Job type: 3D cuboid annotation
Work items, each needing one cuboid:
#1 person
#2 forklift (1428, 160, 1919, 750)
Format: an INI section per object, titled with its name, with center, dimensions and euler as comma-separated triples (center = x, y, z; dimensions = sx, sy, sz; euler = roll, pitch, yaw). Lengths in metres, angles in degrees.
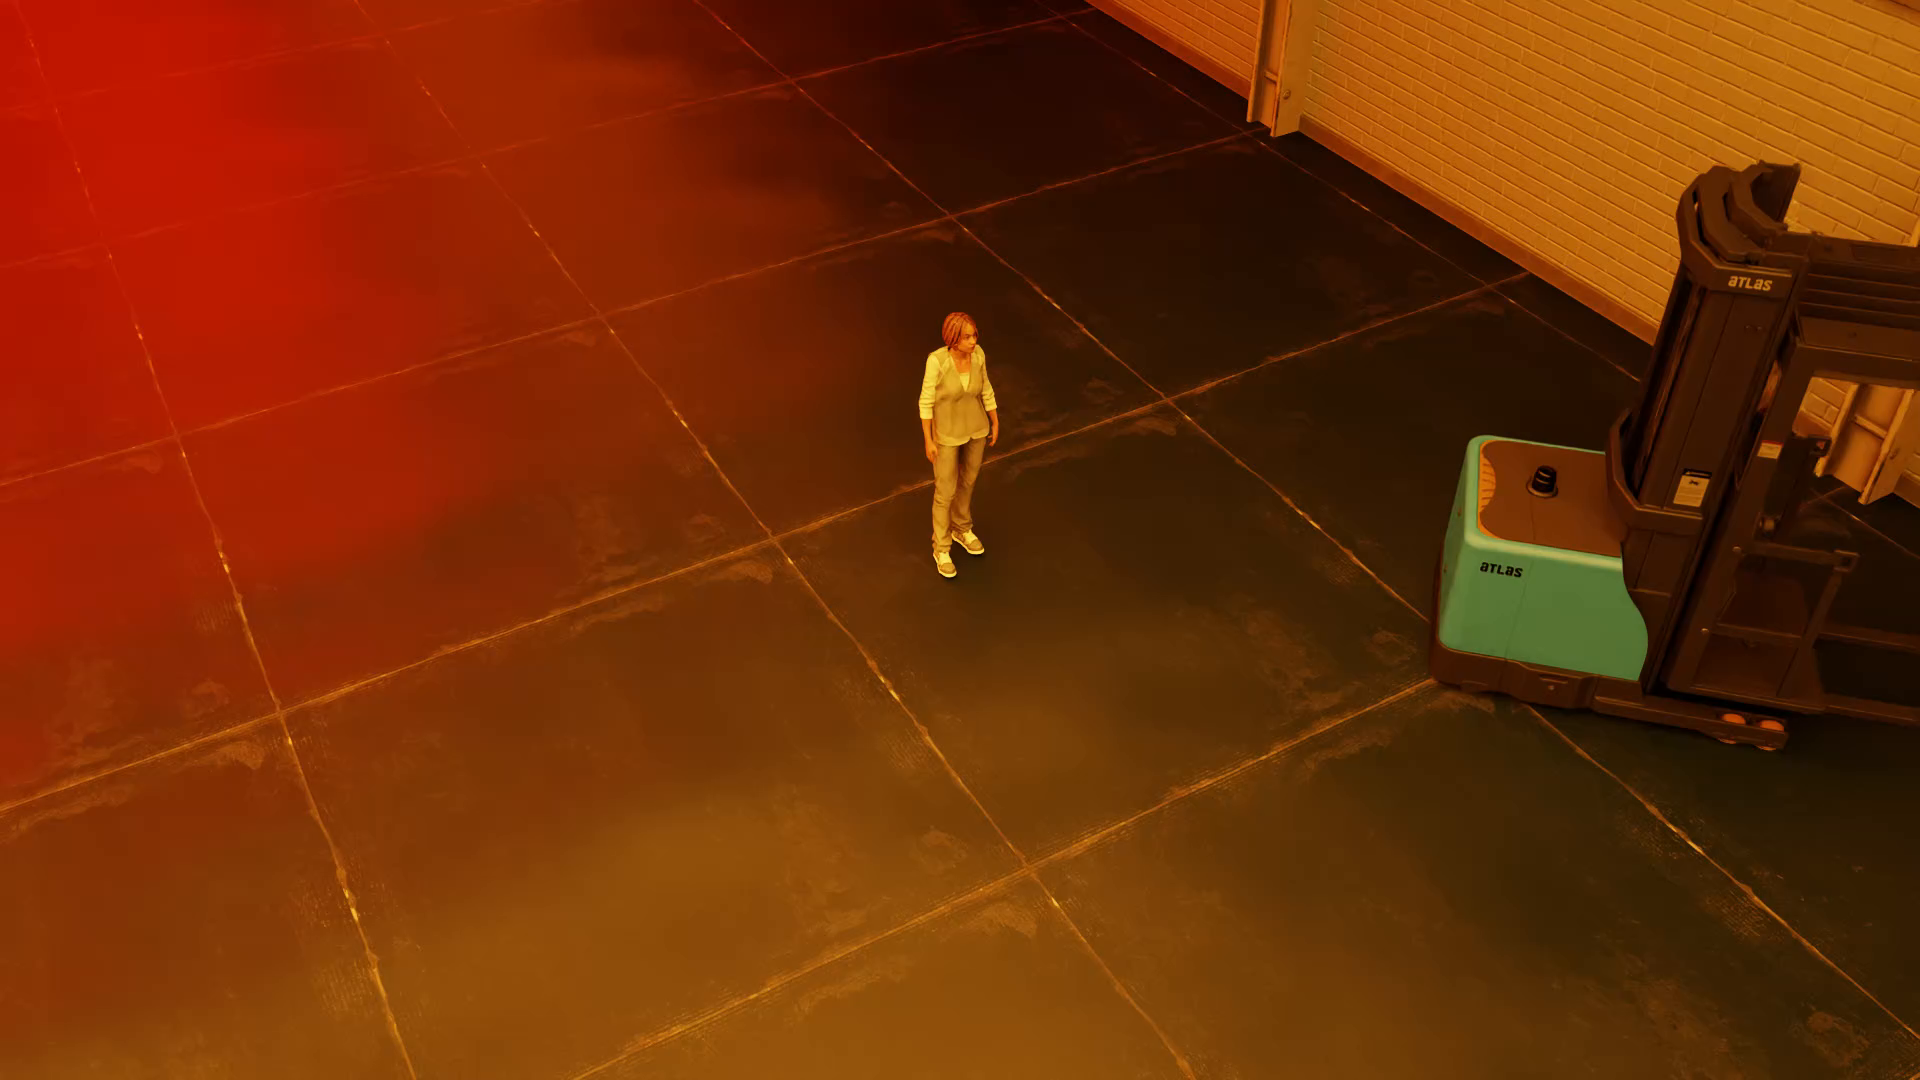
[person]
center = 0.025, -0.575, 9.762
dimensions = 0.520, 1.599, 0.473
euler = -20, 44, -23
[forklift]
center = 4.207, -0.372, 8.484
dimensions = 3.031, 2.935, 1.130
euler = 10, 41, 11
